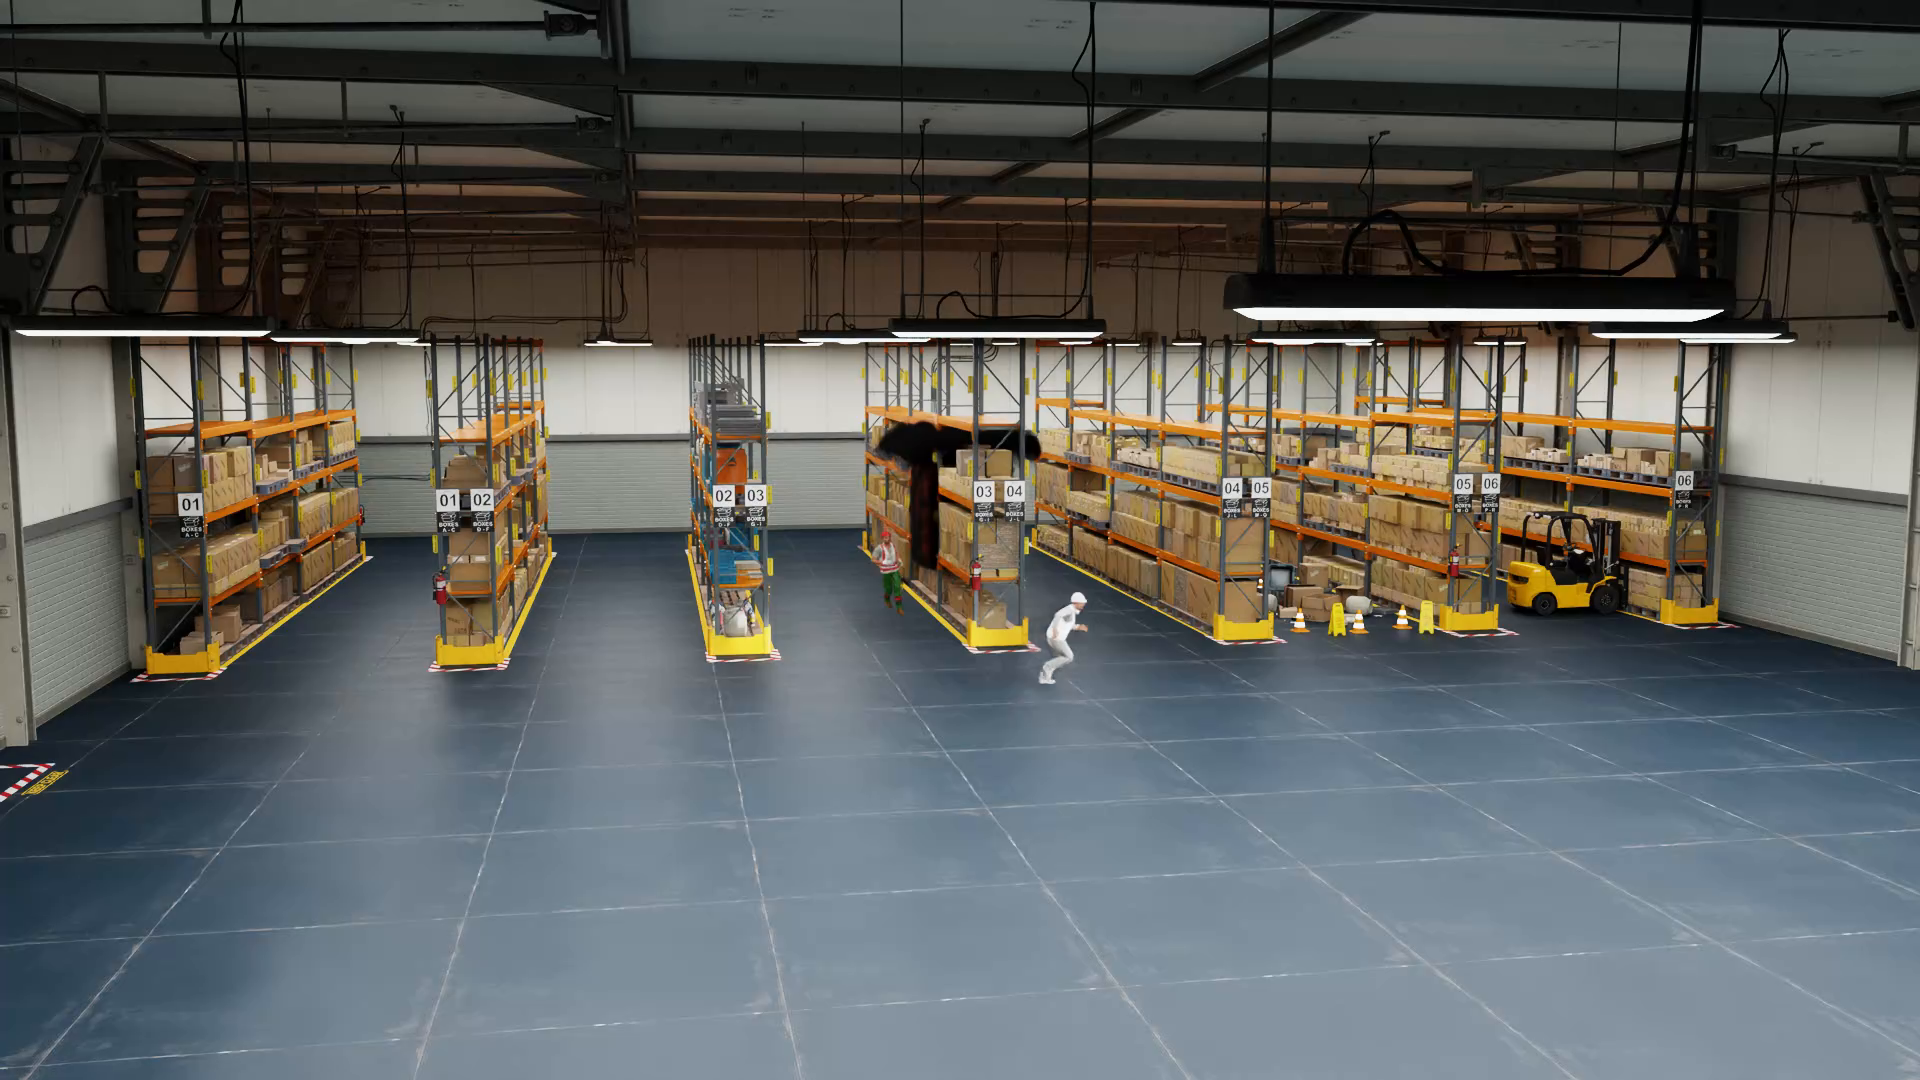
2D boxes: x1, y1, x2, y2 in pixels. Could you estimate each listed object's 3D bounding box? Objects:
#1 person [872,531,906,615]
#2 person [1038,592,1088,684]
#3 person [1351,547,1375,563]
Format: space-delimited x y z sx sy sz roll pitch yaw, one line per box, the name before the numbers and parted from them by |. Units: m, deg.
person | -1.538 0.673 35.126 0.687 1.756 0.936 -3 7 -23
person | 1.758 1.687 28.367 0.851 1.595 0.685 1 7 8
person | 10.699 -0.180 44.312 0.650 1.694 0.977 -3 7 -23
